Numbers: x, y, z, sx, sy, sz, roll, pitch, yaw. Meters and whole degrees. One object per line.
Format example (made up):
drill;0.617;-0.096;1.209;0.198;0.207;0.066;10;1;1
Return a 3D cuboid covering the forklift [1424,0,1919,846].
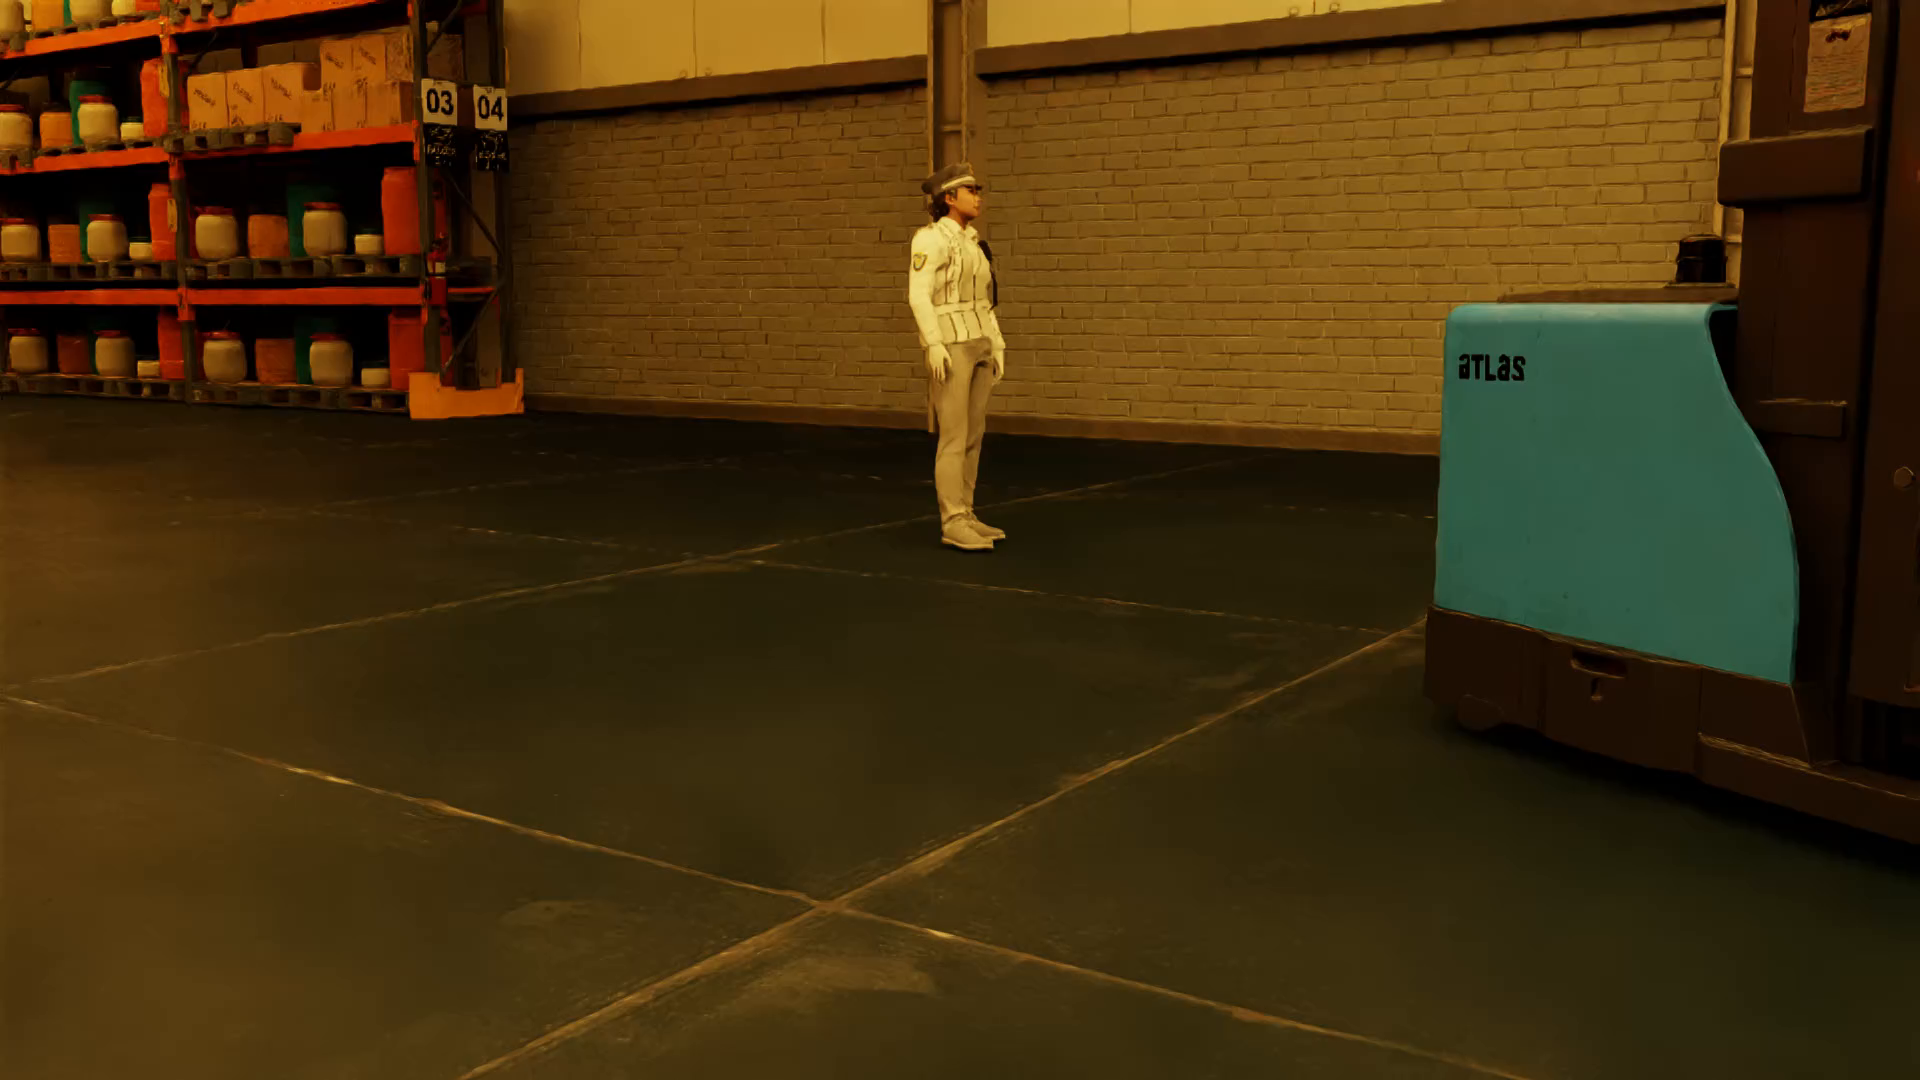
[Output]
forklift;2.334;-0.830;3.031;1.130;2.935;3.031;-4;9;-28

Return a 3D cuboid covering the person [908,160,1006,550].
person;0.052;-0.840;7.440;0.532;1.695;0.586;5;10;34
